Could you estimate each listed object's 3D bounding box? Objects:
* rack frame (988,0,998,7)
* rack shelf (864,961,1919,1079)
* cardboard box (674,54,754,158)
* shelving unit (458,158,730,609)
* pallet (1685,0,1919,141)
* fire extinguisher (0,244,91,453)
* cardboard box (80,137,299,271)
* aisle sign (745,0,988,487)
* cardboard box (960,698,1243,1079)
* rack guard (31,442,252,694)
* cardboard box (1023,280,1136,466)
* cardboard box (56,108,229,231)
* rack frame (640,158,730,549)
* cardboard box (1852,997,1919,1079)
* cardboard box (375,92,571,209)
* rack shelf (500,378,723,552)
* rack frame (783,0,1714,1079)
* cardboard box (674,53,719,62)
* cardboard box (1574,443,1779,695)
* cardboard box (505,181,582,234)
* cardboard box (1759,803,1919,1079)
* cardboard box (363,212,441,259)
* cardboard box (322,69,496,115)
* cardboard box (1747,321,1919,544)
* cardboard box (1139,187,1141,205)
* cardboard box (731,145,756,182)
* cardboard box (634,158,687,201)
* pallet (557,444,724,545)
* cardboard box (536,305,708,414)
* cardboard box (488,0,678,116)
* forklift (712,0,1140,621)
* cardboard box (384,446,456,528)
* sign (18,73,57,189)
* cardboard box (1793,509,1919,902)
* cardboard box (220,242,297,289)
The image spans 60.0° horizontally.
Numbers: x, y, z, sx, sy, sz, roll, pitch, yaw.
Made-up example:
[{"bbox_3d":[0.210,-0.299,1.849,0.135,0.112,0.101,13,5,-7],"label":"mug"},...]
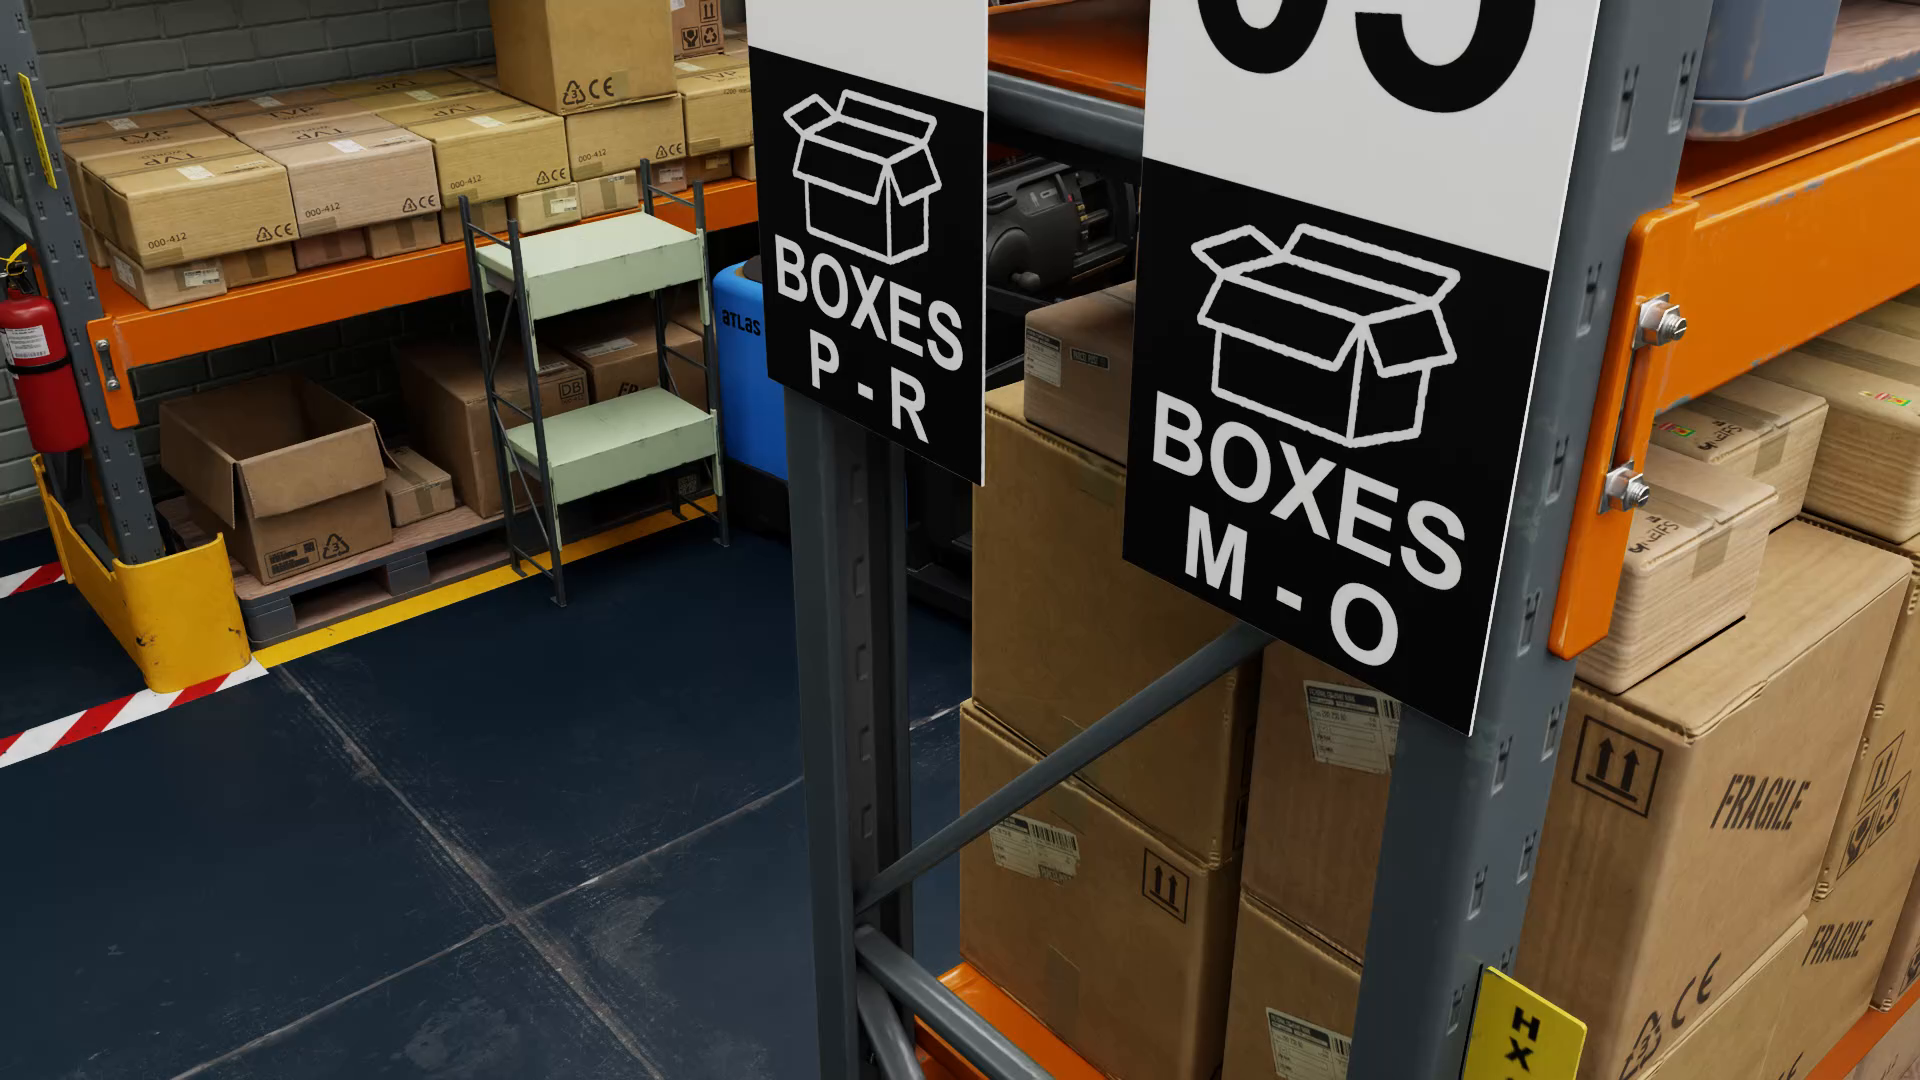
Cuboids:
[{"bbox_3d":[-0.029,-2.241,7.761,0.127,3.000,1.000,-22,35,-35],"label":"rack frame"},{"bbox_3d":[1.674,0.467,3.457,4.000,0.370,1.077,-22,35,-35],"label":"rack shelf"},{"bbox_3d":[-1.018,-1.756,6.697,0.500,0.250,0.500,-22,35,-35],"label":"cardboard box"},{"bbox_3d":[-1.344,-0.589,6.261,0.755,1.500,0.431,-22,35,-35],"label":"shelving unit"},{"bbox_3d":[0.710,-0.753,1.888,1.213,0.211,1.003,-22,35,-35],"label":"pallet"},{"bbox_3d":[-2.884,-0.608,5.183,0.183,0.674,0.296,-22,35,-35],"label":"fire extinguisher"},{"bbox_3d":[-2.552,-1.124,5.515,0.500,0.250,0.500,-22,35,-35],"label":"cardboard box"},{"bbox_3d":[-0.104,-0.474,1.697,0.004,0.787,0.394,-22,35,-35],"label":"aisle sign"},{"bbox_3d":[0.347,0.475,2.573,0.500,0.500,0.500,-22,35,-35],"label":"cardboard box"},{"bbox_3d":[-3.014,0.062,6.103,0.348,0.500,1.175,-22,35,-35],"label":"rack guard"},{"bbox_3d":[0.295,-0.191,2.070,0.250,0.149,0.380,-21,35,-34],"label":"cardboard box"},{"bbox_3d":[-2.895,-1.318,5.877,0.500,0.250,0.500,-21,34,-34],"label":"cardboard box"},{"bbox_3d":[-1.066,-0.701,6.471,0.023,1.500,0.400,-22,35,-35],"label":"rack frame"},{"bbox_3d":[1.967,0.910,4.137,0.875,0.438,0.875,-23,36,-36],"label":"cardboard box"},{"bbox_3d":[-1.785,-1.435,6.096,0.500,0.250,0.500,-23,36,-36],"label":"cardboard box"},{"bbox_3d":[-1.344,-0.302,6.415,0.720,0.370,0.431,-22,35,-35],"label":"rack shelf"},{"bbox_3d":[0.150,0.760,2.145,0.053,2.616,0.949,-22,35,-35],"label":"rack frame"},{"bbox_3d":[-1.352,-1.938,7.038,0.500,0.250,0.500,-21,35,-34],"label":"cardboard box"},{"bbox_3d":[0.602,-0.019,1.748,0.250,0.149,0.380,-21,35,-34],"label":"cardboard box"},{"bbox_3d":[-1.632,-1.285,6.238,0.250,0.149,0.380,-23,36,-36],"label":"cardboard box"},{"bbox_3d":[1.070,0.509,2.509,0.500,0.500,0.500,-22,35,-36],"label":"cardboard box"},{"bbox_3d":[-2.071,-1.151,5.988,0.250,0.149,0.380,-21,34,-33],"label":"cardboard box"},{"bbox_3d":[-2.122,-1.625,6.452,0.500,0.250,0.500,-21,34,-33],"label":"cardboard box"},{"bbox_3d":[1.027,-0.163,2.018,0.250,0.149,0.380,-21,34,-33],"label":"cardboard box"},{"bbox_3d":[0.765,-1.819,8.490,0.250,0.149,0.380,-24,36,-37],"label":"cardboard box"},{"bbox_3d":[-0.867,-1.608,6.842,0.250,0.149,0.380,-22,35,-36],"label":"cardboard box"},{"bbox_3d":[-1.293,-1.476,6.596,0.250,0.149,0.380,-22,35,-35],"label":"cardboard box"},{"bbox_3d":[-1.481,-0.426,7.323,1.213,0.211,1.003,-22,35,-35],"label":"pallet"},{"bbox_3d":[-1.403,-0.626,6.946,0.500,0.500,0.500,-21,35,-34],"label":"cardboard box"},{"bbox_3d":[-1.411,-1.914,6.197,0.500,0.500,0.500,-21,35,-34],"label":"cardboard box"},{"bbox_3d":[0.472,-1.102,5.702,3.031,2.935,1.130,22,35,35],"label":"forklift"},{"bbox_3d":[-2.197,-0.214,6.547,0.250,0.149,0.380,-24,36,-37],"label":"cardboard box"},{"bbox_3d":[-2.720,-1.204,4.903,0.005,0.325,0.100,-22,35,-35],"label":"sign"},{"bbox_3d":[1.091,0.071,2.267,0.500,0.500,0.500,-23,36,-36],"label":"cardboard box"},{"bbox_3d":[-2.481,-1.003,5.711,0.250,0.149,0.380,-21,35,-34],"label":"cardboard box"}]
